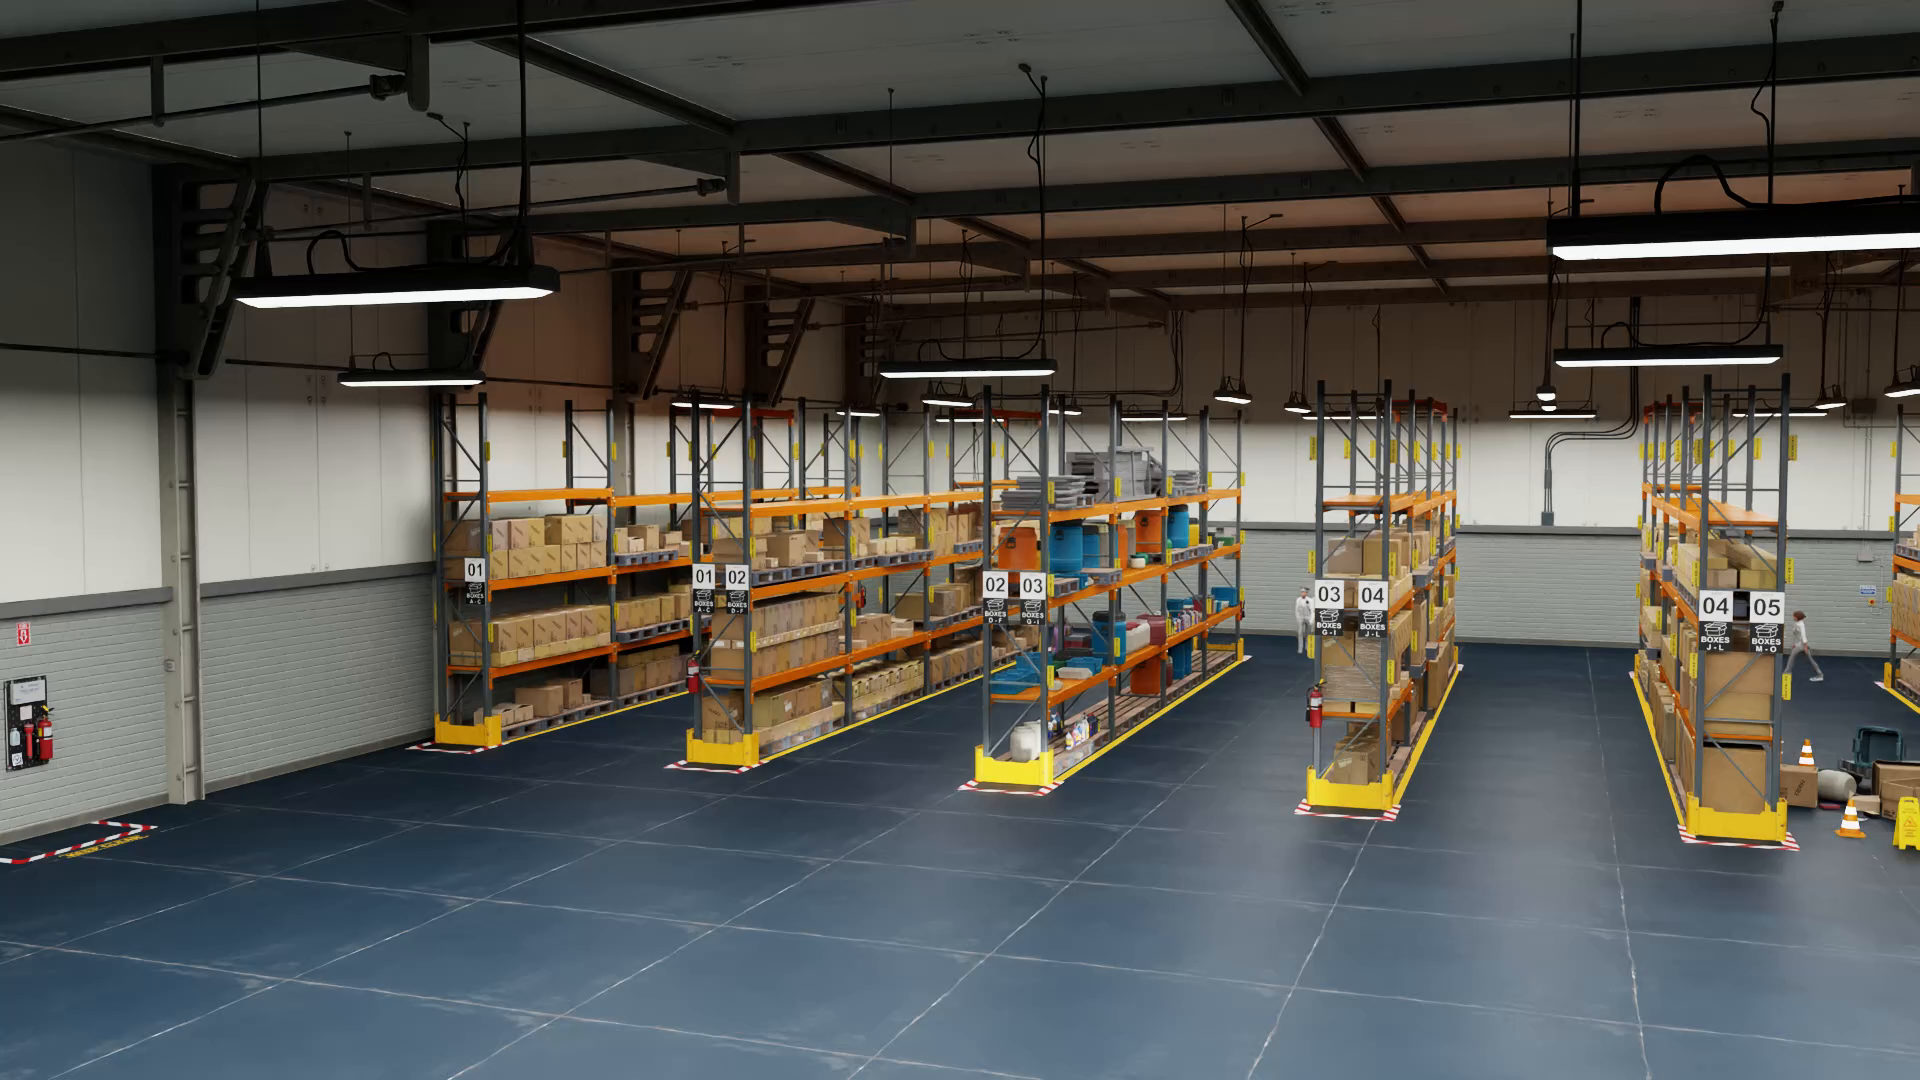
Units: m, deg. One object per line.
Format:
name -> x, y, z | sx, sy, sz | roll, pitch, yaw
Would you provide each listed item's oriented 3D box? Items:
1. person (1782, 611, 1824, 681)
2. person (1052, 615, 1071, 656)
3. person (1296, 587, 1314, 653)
person -> 18.253, 2.291, 36.125 | 0.975, 1.528, 0.414 | 3, 4, 40
person -> 2.050, 2.269, 33.993 | 0.467, 1.524, 0.492 | 2, 4, 31
person -> 8.588, 1.966, 41.382 | 0.485, 1.618, 1.024 | 1, 3, 16
